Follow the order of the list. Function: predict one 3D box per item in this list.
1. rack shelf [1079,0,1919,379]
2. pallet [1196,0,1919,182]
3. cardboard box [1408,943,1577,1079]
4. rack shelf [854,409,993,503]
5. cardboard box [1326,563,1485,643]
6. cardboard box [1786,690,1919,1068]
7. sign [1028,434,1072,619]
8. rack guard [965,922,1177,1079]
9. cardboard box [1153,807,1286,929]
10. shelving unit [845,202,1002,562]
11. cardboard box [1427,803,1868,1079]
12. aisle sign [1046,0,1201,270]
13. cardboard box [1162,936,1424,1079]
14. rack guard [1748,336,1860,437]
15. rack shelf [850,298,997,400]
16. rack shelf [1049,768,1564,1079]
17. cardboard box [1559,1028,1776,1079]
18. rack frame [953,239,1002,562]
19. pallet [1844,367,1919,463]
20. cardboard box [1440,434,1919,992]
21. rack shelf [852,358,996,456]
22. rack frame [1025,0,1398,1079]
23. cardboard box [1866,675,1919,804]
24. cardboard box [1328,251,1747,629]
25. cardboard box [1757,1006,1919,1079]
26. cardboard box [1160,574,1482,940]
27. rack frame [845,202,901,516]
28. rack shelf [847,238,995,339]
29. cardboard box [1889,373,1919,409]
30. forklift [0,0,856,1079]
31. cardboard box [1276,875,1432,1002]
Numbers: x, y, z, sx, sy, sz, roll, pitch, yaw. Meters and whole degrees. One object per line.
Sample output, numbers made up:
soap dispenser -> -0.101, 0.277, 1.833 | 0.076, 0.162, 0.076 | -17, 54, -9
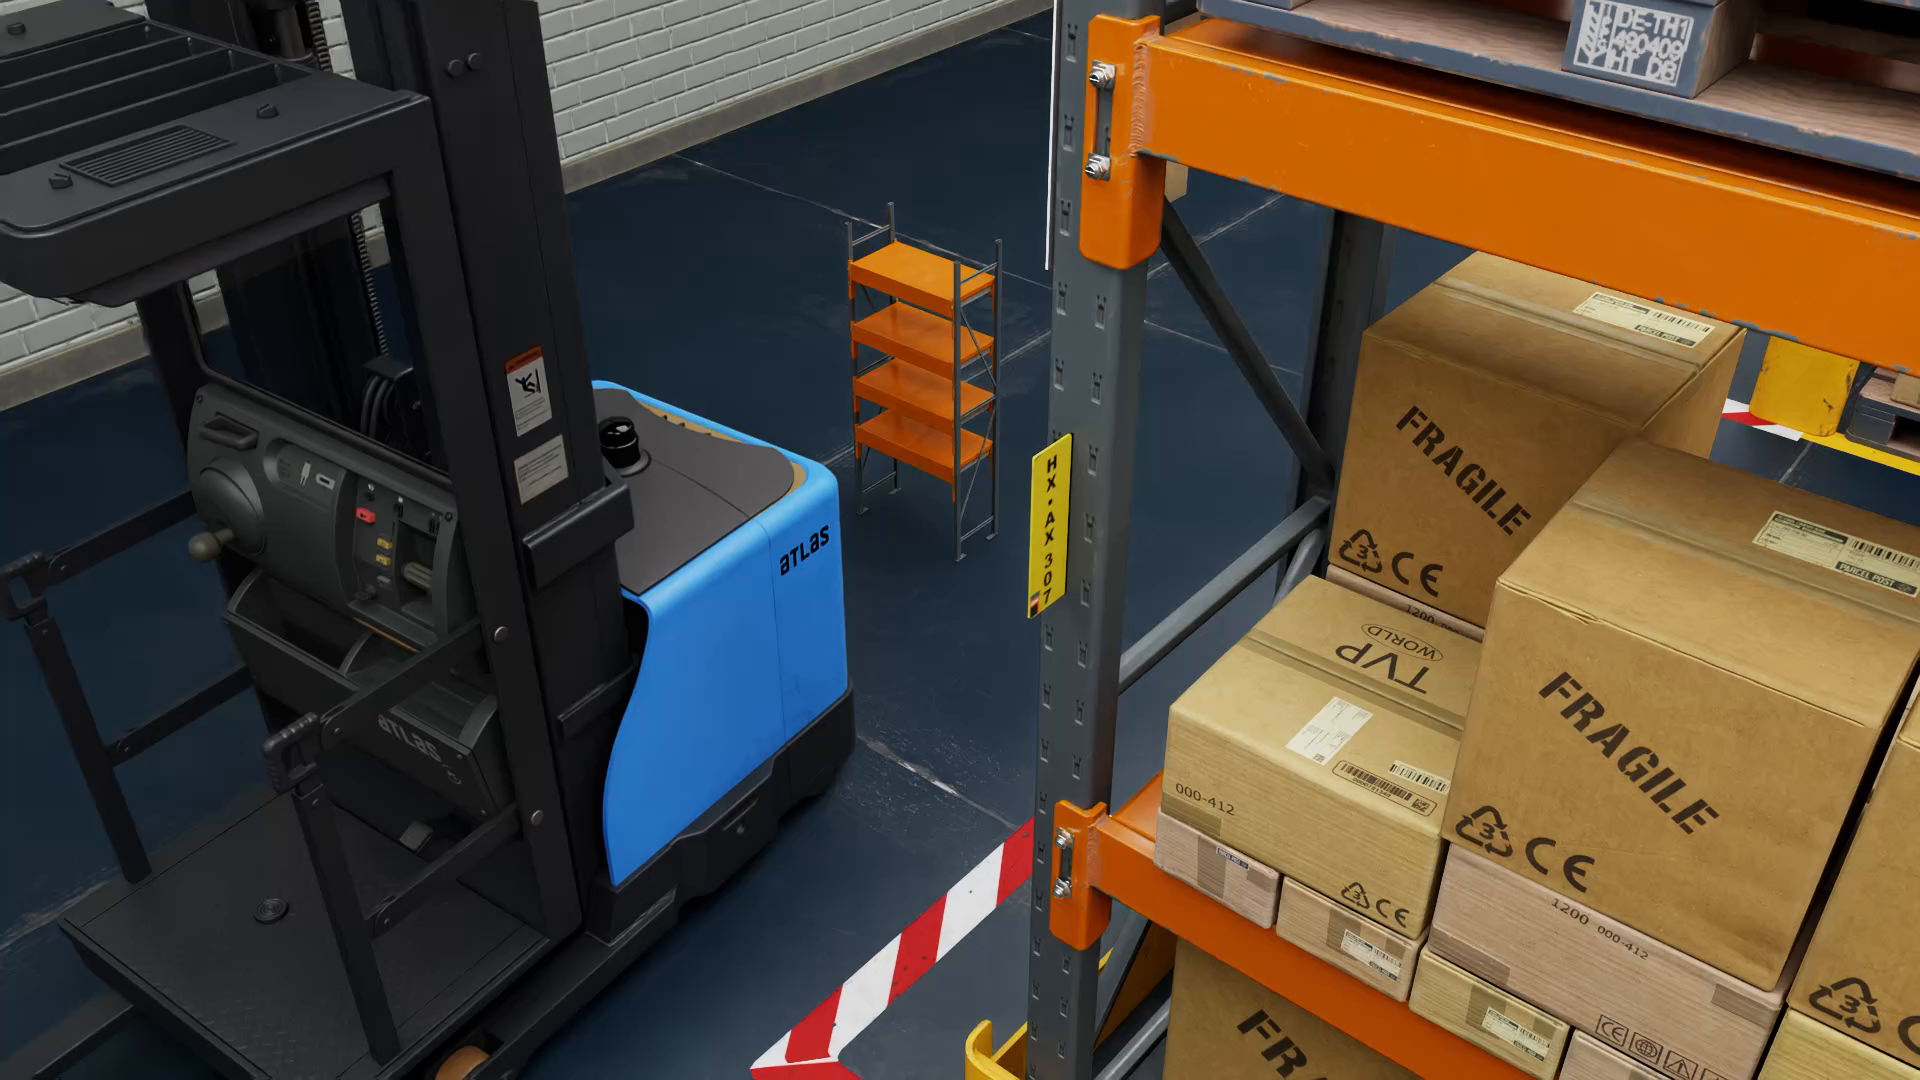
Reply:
rack shelf -> 2.047, -0.085, 1.710 | 4.000, 0.370, 1.077 | 25, 42, 32
pallet -> 1.087, -0.805, 2.201 | 1.213, 0.211, 1.003 | 25, 42, 32
cardboard box -> 0.966, 0.691, 2.816 | 0.250, 0.149, 0.380 | 24, 41, 31
rack shelf -> -0.127, -0.335, 6.148 | 0.480, 0.148, 0.258 | 25, 42, 32
cardboard box -> 1.052, 0.130, 3.281 | 0.500, 0.250, 0.500 | 25, 41, 31
cardboard box -> 1.492, 0.418, 2.199 | 0.500, 0.500, 0.500 | 24, 41, 31
sign -> 0.150, -0.020, 2.794 | 0.005, 0.325, 0.100 | 25, 42, 32
rack guard -> 0.491, 1.152, 4.130 | 0.348, 0.500, 1.175 | 25, 42, 32
cardboard box -> 0.571, 0.506, 3.085 | 0.250, 0.149, 0.380 | 26, 42, 32
shelving unit -> -0.127, -0.555, 5.998 | 0.503, 1.200, 0.258 | 25, 42, 32
cardboard box -> 1.110, 0.547, 2.674 | 0.500, 0.250, 0.500 | 25, 41, 31
aisle sign -> 0.262, -0.837, 2.522 | 0.004, 0.787, 0.394 | 25, 42, 32
cardboard box -> 1.053, 1.030, 3.606 | 0.875, 0.875, 0.875 | 25, 42, 32
rack guard -> 3.819, -0.933, 7.167 | 0.348, 0.500, 1.175 | 25, 42, 32
rack shelf -> -0.127, -0.683, 5.909 | 0.480, 0.148, 0.258 | 25, 42, 32
rack shelf -> 2.047, 1.152, 2.559 | 4.000, 0.370, 1.077 | 25, 42, 32
cardboard box -> 1.168, 0.785, 2.679 | 0.250, 0.149, 0.380 | 25, 41, 31
rack frame -> 0.060, -0.466, 5.869 | 0.015, 1.200, 0.240 | 25, 42, 32
pallet -> 4.421, -0.504, 6.797 | 1.213, 0.211, 1.003 | 25, 42, 32
cardboard box -> 1.090, 0.233, 2.468 | 0.500, 0.500, 0.500 | 24, 41, 31
rack shelf -> -0.127, -0.499, 6.036 | 0.480, 0.148, 0.258 | 25, 42, 32
rack frame -> 0.510, 0.131, 3.410 | 0.127, 3.000, 1.000 | 25, 42, 32
cardboard box -> 1.441, 0.314, 3.013 | 0.500, 0.250, 0.500 | 24, 41, 31
cardboard box -> 1.052, -0.177, 3.066 | 0.500, 0.500, 0.500 | 26, 42, 32
cardboard box -> 1.493, 0.730, 2.407 | 0.500, 0.250, 0.500 | 24, 41, 30
cardboard box -> 0.706, 0.361, 2.944 | 0.500, 0.250, 0.500 | 24, 41, 31
rack frame -> -0.315, -0.643, 6.126 | 0.015, 1.200, 0.240 | 25, 42, 32
rack shelf -> -0.127, -0.878, 5.775 | 0.480, 0.148, 0.258 | 25, 42, 32
cardboard box -> 3.959, -0.660, 6.708 | 0.250, 0.149, 0.380 | 26, 42, 33
forklift -> -1.584, 0.004, 3.655 | 1.130, 2.935, 3.031 | 22, 40, 28
cardboard box -> 0.769, 0.599, 2.951 | 0.250, 0.149, 0.380 | 25, 41, 31
